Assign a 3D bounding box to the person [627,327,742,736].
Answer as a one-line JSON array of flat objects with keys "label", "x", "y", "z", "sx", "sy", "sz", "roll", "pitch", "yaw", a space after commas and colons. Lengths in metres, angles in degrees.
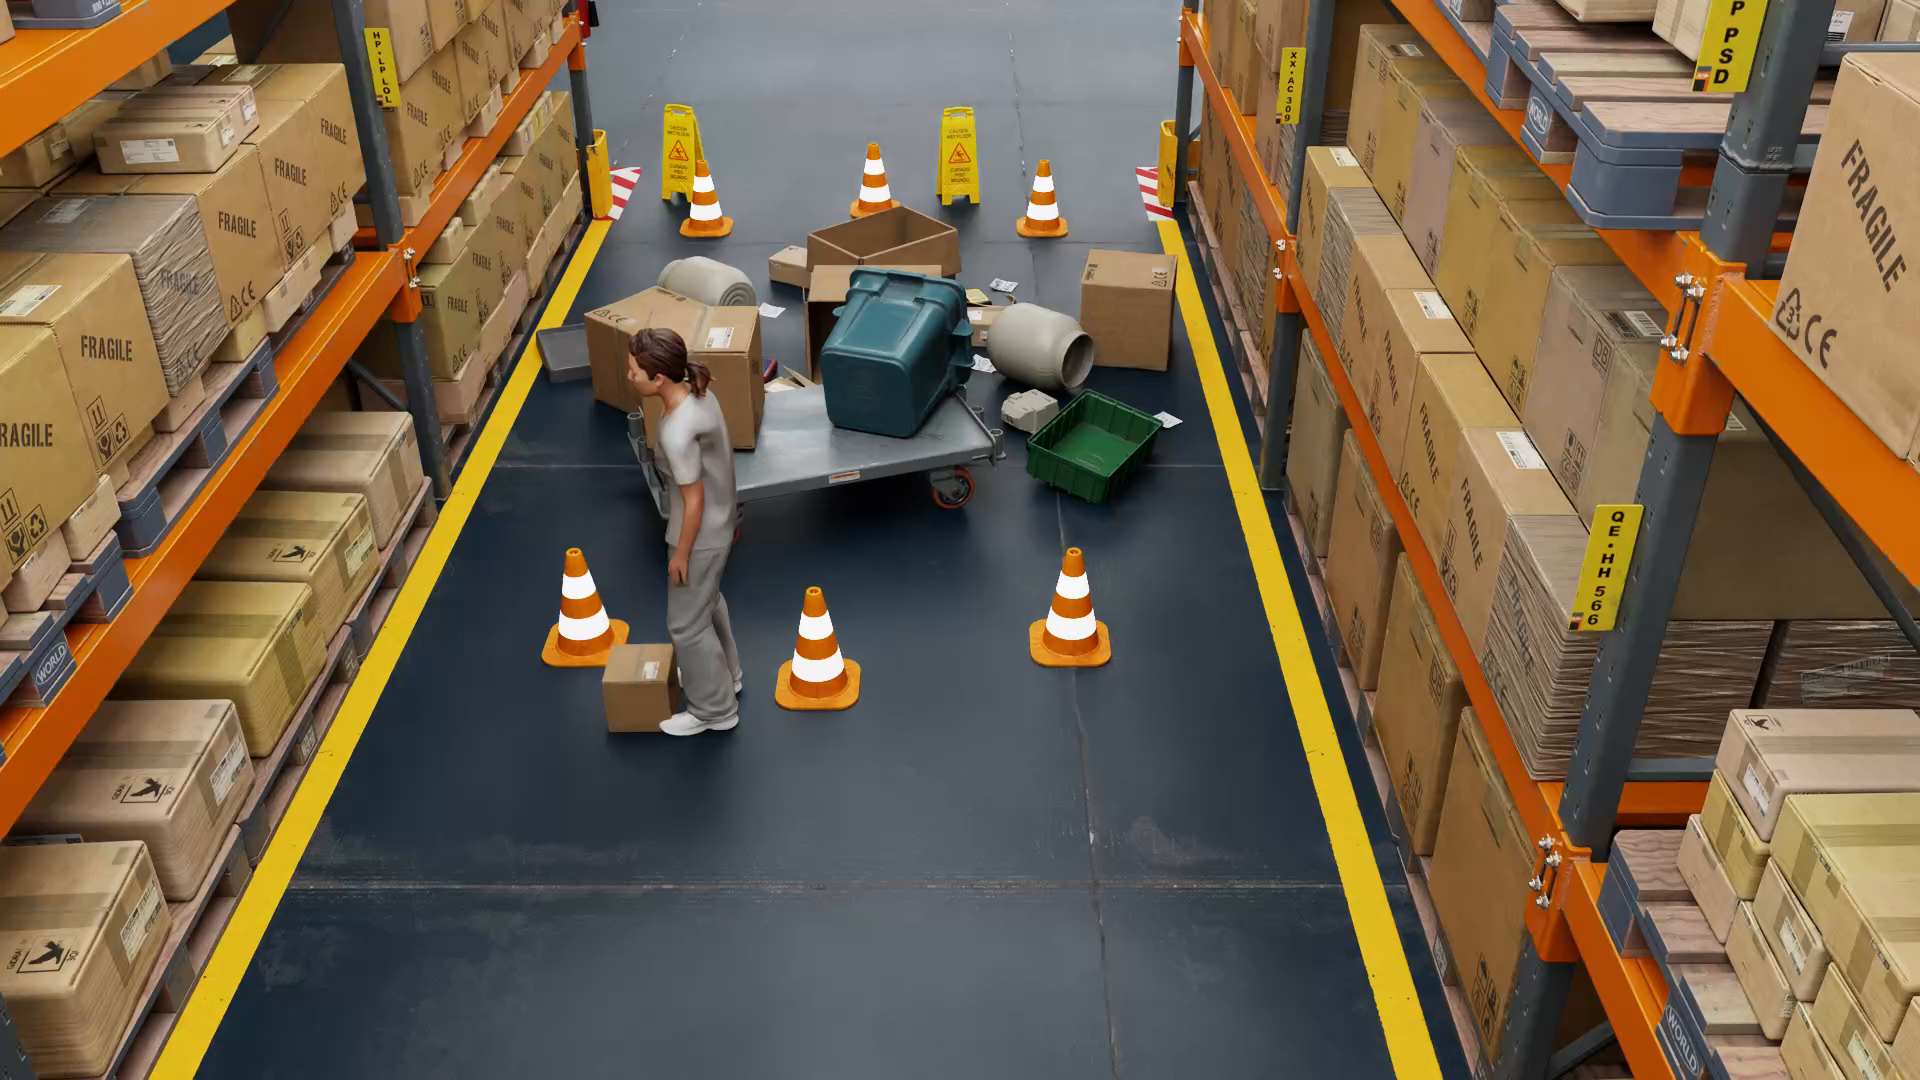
[{"label": "person", "x": -1.002, "y": -0.030, "z": 6.185, "sx": 0.361, "sy": 1.672, "sz": 0.492, "roll": -1, "pitch": 32, "yaw": -2}]
